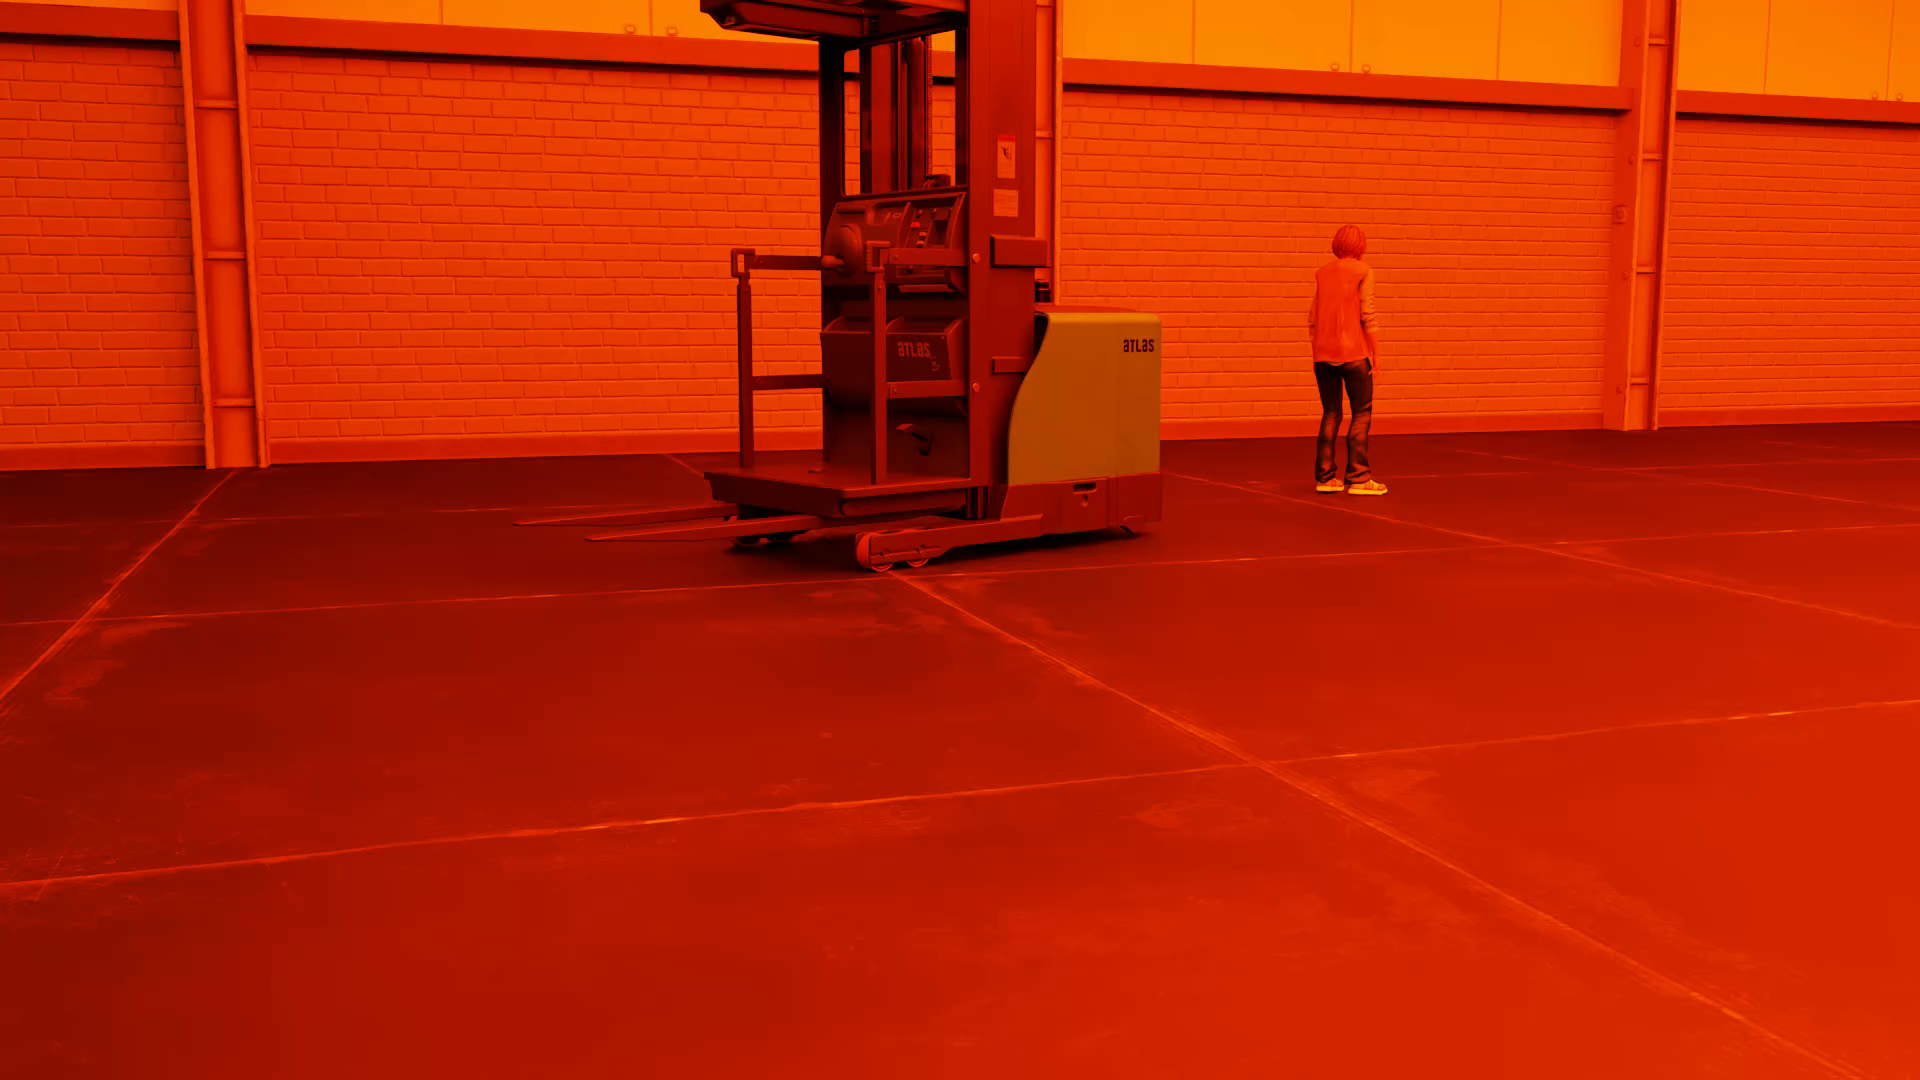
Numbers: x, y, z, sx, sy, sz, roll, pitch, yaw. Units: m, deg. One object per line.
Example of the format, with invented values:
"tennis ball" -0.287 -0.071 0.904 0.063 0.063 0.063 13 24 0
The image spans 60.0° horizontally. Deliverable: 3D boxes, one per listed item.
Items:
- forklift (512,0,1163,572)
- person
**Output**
"forklift" -0.461 -1.399 7.333 3.031 2.935 1.130 -7 10 -40
"person" 2.286 -1.068 9.875 0.346 1.592 0.480 -7 11 -44
